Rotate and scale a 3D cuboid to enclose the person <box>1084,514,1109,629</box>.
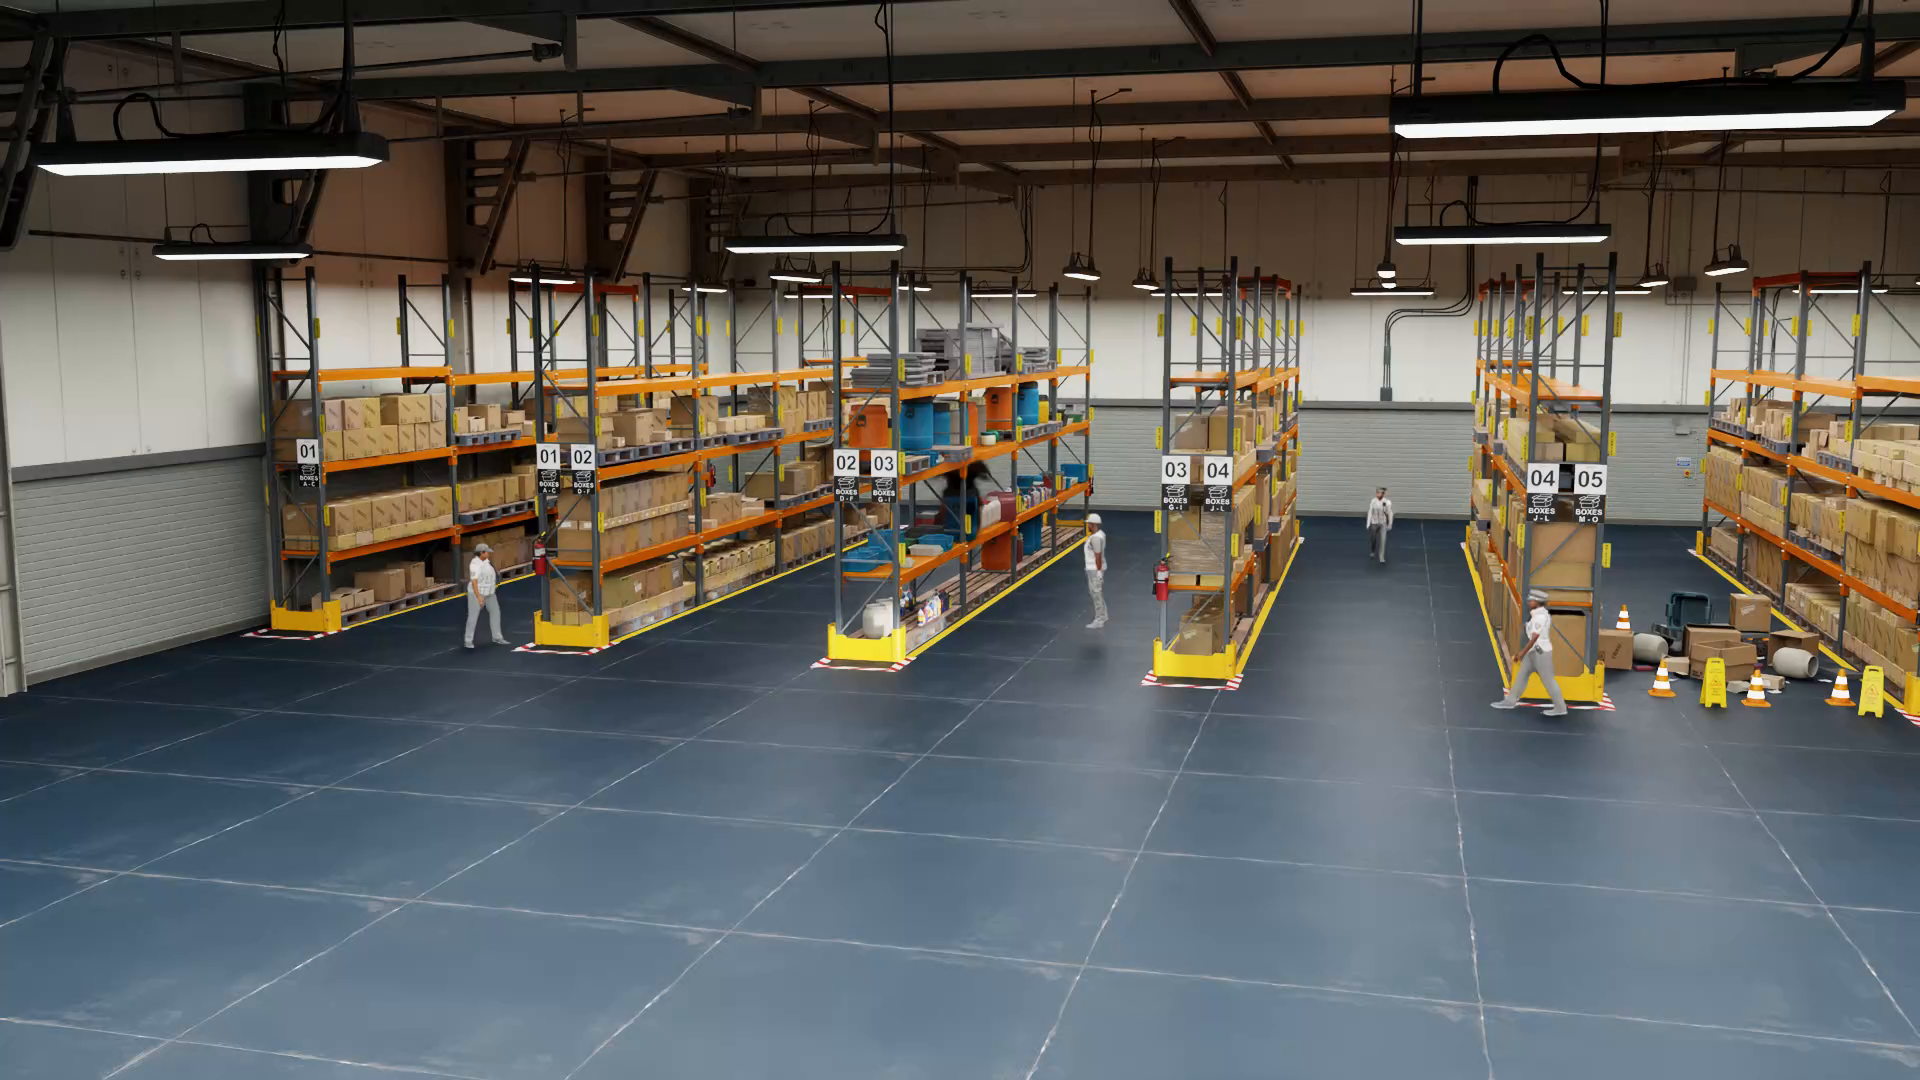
[{"bbox_3d":[2.159,0.508,26.289,0.406,1.855,0.650,1,7,6],"label":"person"}]

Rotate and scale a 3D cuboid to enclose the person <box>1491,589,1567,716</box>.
[{"bbox_3d":[7.408,1.445,21.553,0.919,1.637,0.490,2,7,12],"label":"person"}]

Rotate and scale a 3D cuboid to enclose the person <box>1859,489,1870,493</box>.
[{"bbox_3d":[20.214,-0.547,37.184,0.920,1.674,0.612,2,7,14],"label":"person"}]

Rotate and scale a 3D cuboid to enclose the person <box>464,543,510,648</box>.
[{"bbox_3d":[-7.542,0.882,26.318,0.510,1.700,0.667,3,8,25],"label":"person"}]

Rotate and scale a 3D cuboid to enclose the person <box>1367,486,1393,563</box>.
[{"bbox_3d":[9.040,-0.349,35.820,0.554,1.629,0.951,1,7,9],"label":"person"}]
